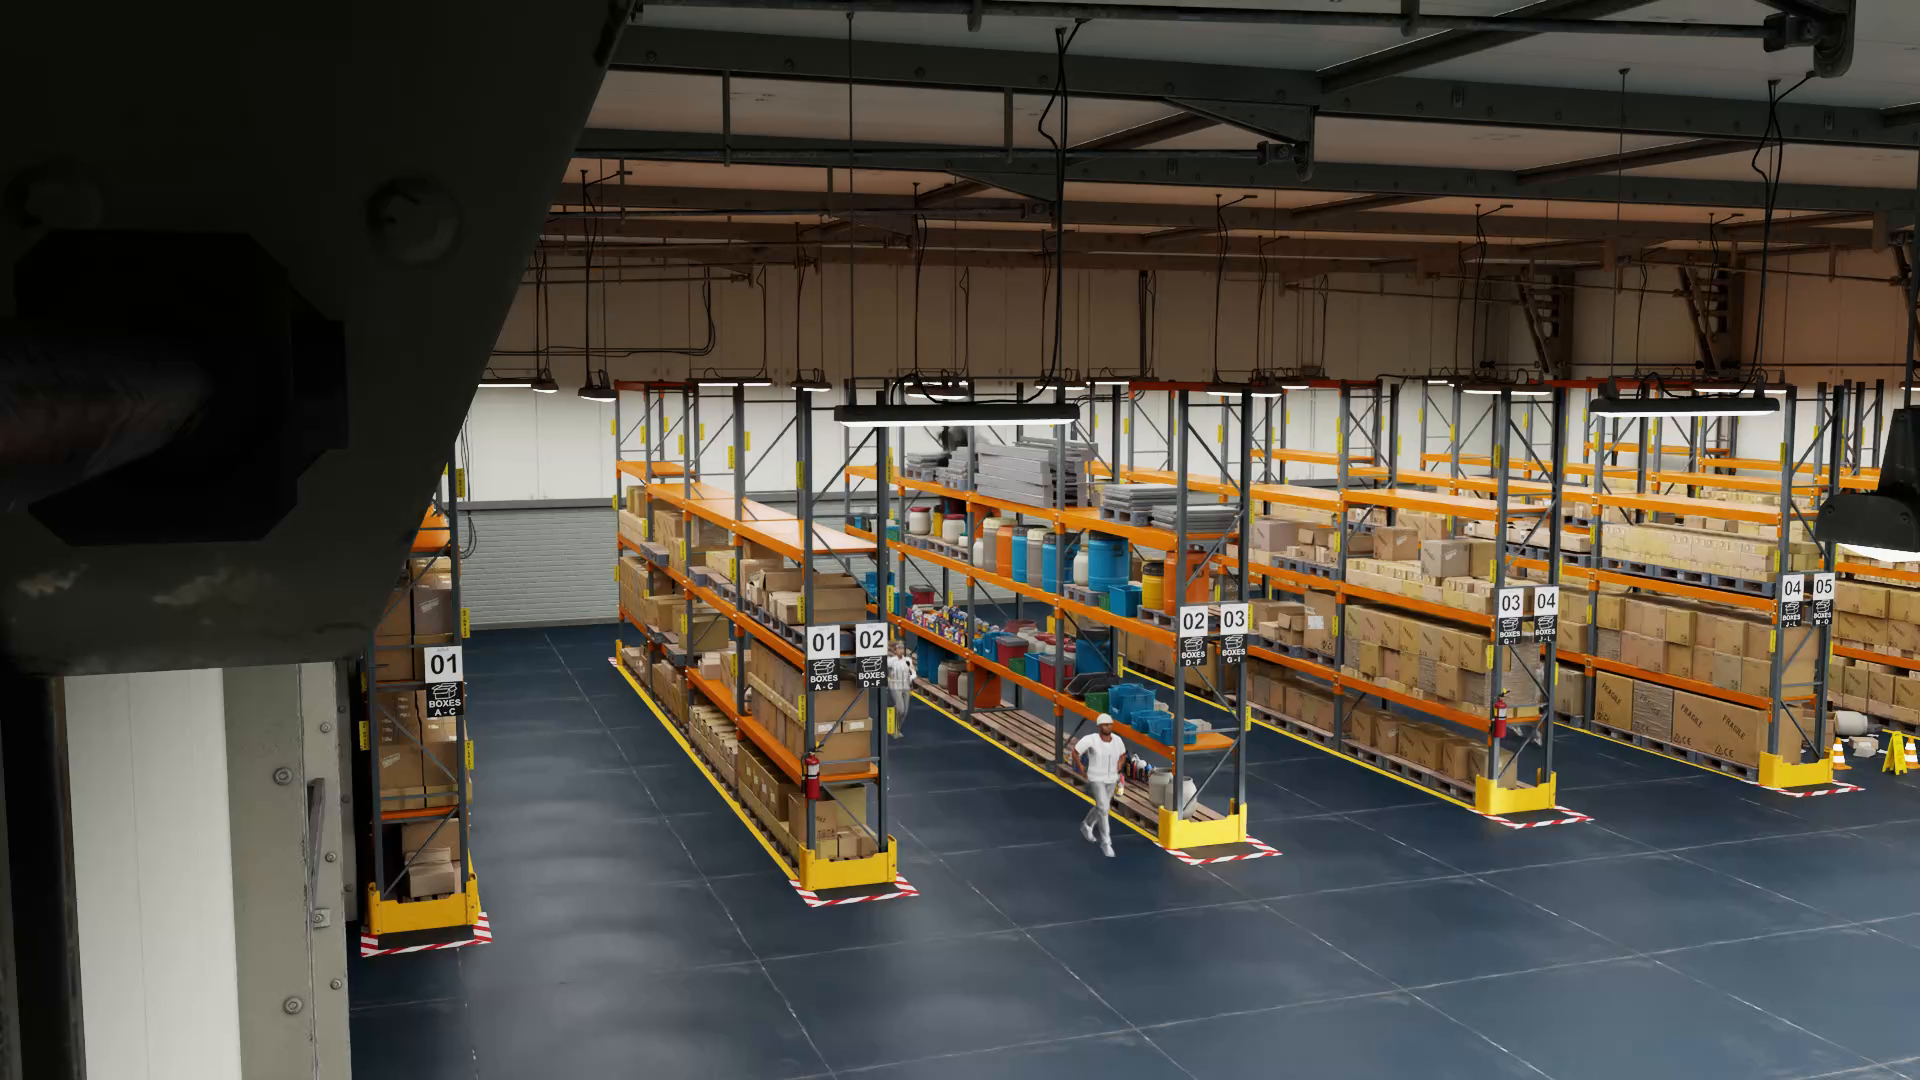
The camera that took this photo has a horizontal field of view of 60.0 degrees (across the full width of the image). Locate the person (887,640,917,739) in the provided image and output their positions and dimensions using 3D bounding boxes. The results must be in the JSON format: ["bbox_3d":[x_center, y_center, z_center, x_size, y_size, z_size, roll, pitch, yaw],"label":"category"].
[{"bbox_3d":[-0.994,2.497,27.661,0.576,1.654,0.616,-3,7,-27],"label":"person"}]

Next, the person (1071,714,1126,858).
[{"bbox_3d":[1.877,3.166,21.708,0.738,1.828,0.823,-3,7,-28],"label":"person"}]

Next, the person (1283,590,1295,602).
[{"bbox_3d":[8.167,1.163,41.313,0.490,1.608,0.702,4,7,33],"label":"person"}]

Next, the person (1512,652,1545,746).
[{"bbox_3d":[9.524,2.578,27.777,0.521,1.612,0.855,-3,7,-26],"label":"person"}]
